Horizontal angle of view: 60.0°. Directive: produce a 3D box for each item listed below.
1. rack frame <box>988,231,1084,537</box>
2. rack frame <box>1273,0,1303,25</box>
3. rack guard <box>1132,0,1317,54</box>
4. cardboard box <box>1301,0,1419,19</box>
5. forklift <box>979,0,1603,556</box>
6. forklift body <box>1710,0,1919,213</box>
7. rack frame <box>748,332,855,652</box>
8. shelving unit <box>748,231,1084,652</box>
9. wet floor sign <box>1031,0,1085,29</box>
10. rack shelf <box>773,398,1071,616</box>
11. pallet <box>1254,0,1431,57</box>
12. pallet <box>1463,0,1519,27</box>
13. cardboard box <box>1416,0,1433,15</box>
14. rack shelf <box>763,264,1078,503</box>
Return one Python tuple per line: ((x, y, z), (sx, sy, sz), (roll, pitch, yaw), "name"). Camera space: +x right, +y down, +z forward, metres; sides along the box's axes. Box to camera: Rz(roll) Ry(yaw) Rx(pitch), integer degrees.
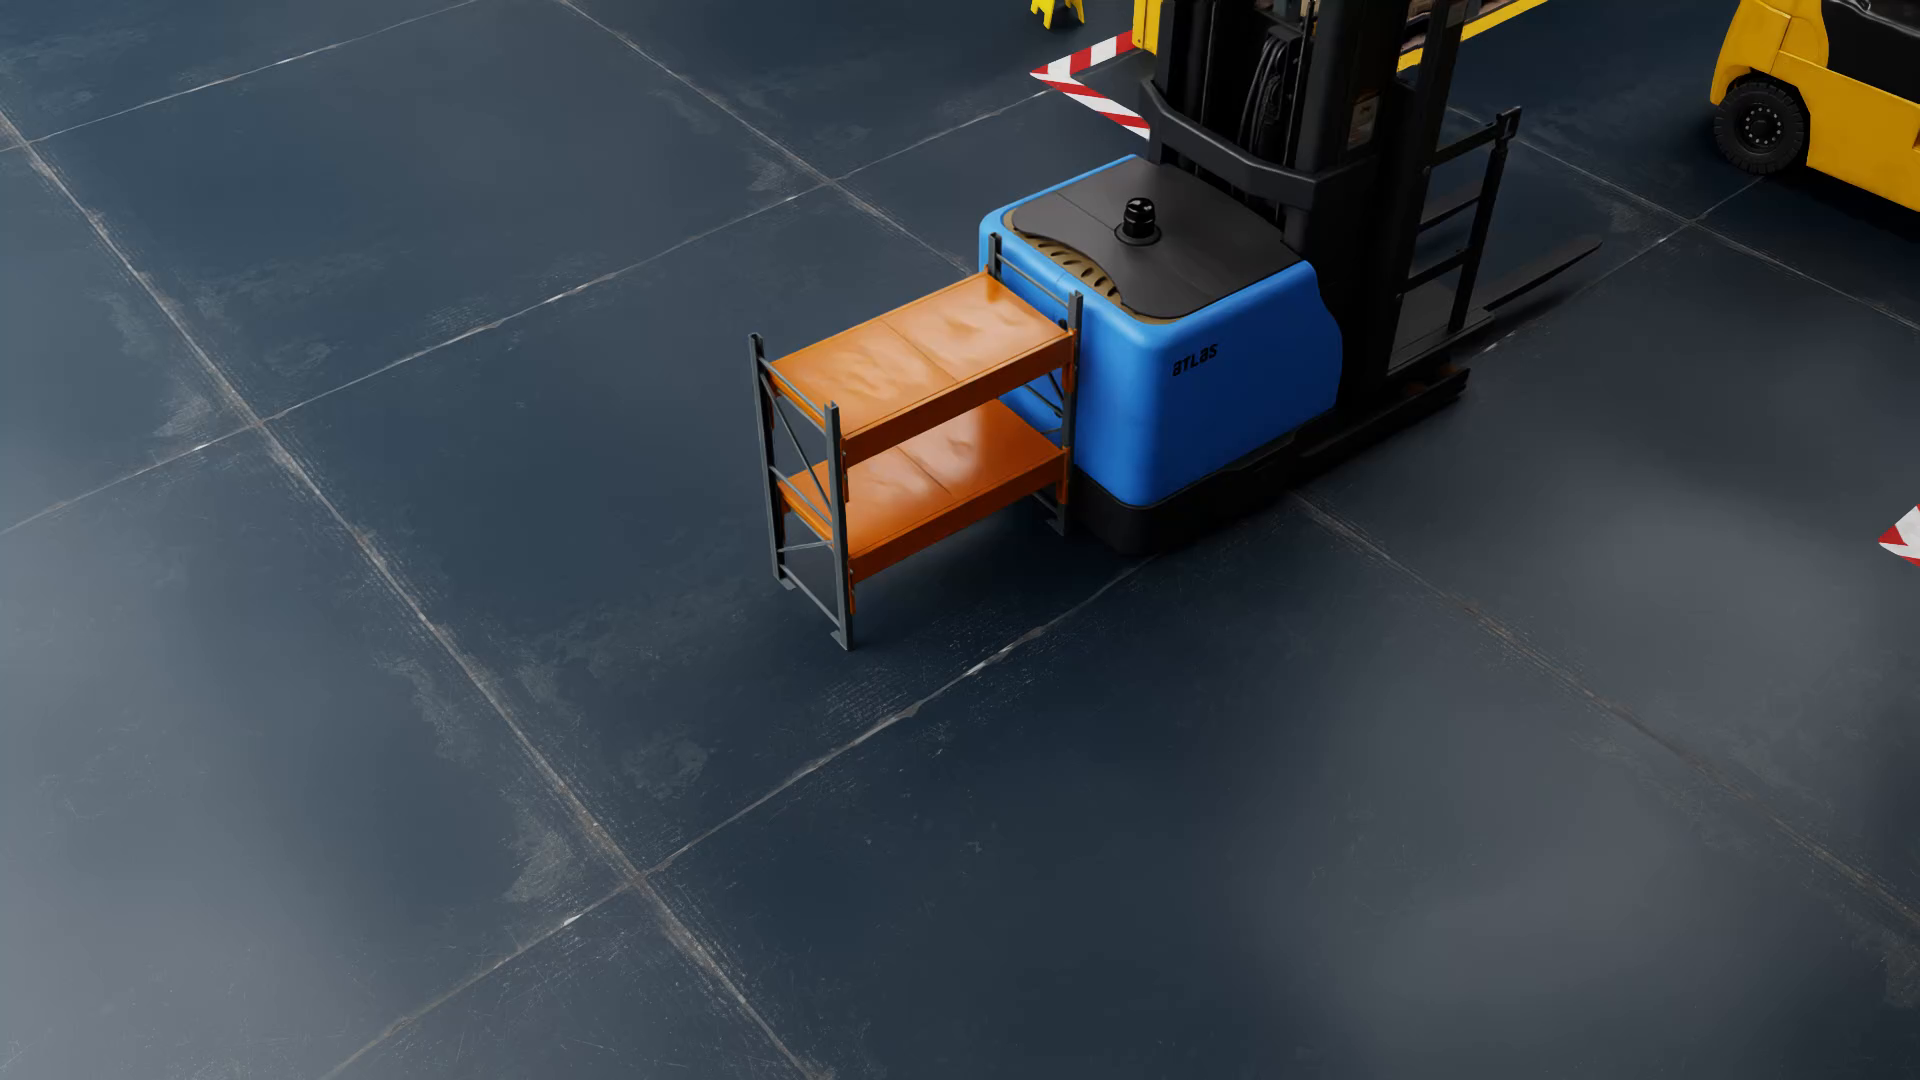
((0.264, -0.565, 6.255), (0.032, 1.125, 0.500), (-27, 50, -26), "rack frame")
((1.404, -3.681, 8.203), (0.127, 3.000, 1.000), (-30, 51, -28), "rack frame")
((1.462, -2.803, 9.094), (0.348, 0.500, 1.175), (-30, 51, -28), "rack guard")
((2.200, -3.041, 9.223), (0.500, 0.250, 0.500), (-30, 51, -28), "cardboard box")
((1.539, -1.838, 6.291), (3.031, 2.935, 1.130), (-27, 50, -26), "forklift")
((4.875, -2.557, 7.627), (1.214, 2.155, 2.313), (-30, 51, -28), "forklift body")
((-0.547, -0.146, 5.808), (0.032, 1.125, 0.500), (-27, 50, -26), "rack frame")
((-0.141, -0.355, 6.031), (1.048, 1.125, 0.538), (-27, 50, -26), "shelving unit")
((0.572, -3.301, 9.518), (0.232, 0.644, 0.267), (-14, 45, -14), "wet floor sign")
((-0.141, -0.177, 6.199), (1.000, 0.278, 0.538), (-27, 50, -26), "rack shelf")
((2.108, -3.036, 9.553), (1.213, 0.211, 1.003), (-30, 51, -28), "pallet")
((3.043, -3.569, 10.121), (1.213, 0.211, 1.003), (-30, 51, -28), "pallet")
((2.596, -3.261, 9.458), (0.500, 0.250, 0.500), (-28, 50, -27), "cardboard box")
((-0.141, -0.569, 5.831), (1.000, 0.278, 0.538), (-27, 50, -26), "rack shelf")
